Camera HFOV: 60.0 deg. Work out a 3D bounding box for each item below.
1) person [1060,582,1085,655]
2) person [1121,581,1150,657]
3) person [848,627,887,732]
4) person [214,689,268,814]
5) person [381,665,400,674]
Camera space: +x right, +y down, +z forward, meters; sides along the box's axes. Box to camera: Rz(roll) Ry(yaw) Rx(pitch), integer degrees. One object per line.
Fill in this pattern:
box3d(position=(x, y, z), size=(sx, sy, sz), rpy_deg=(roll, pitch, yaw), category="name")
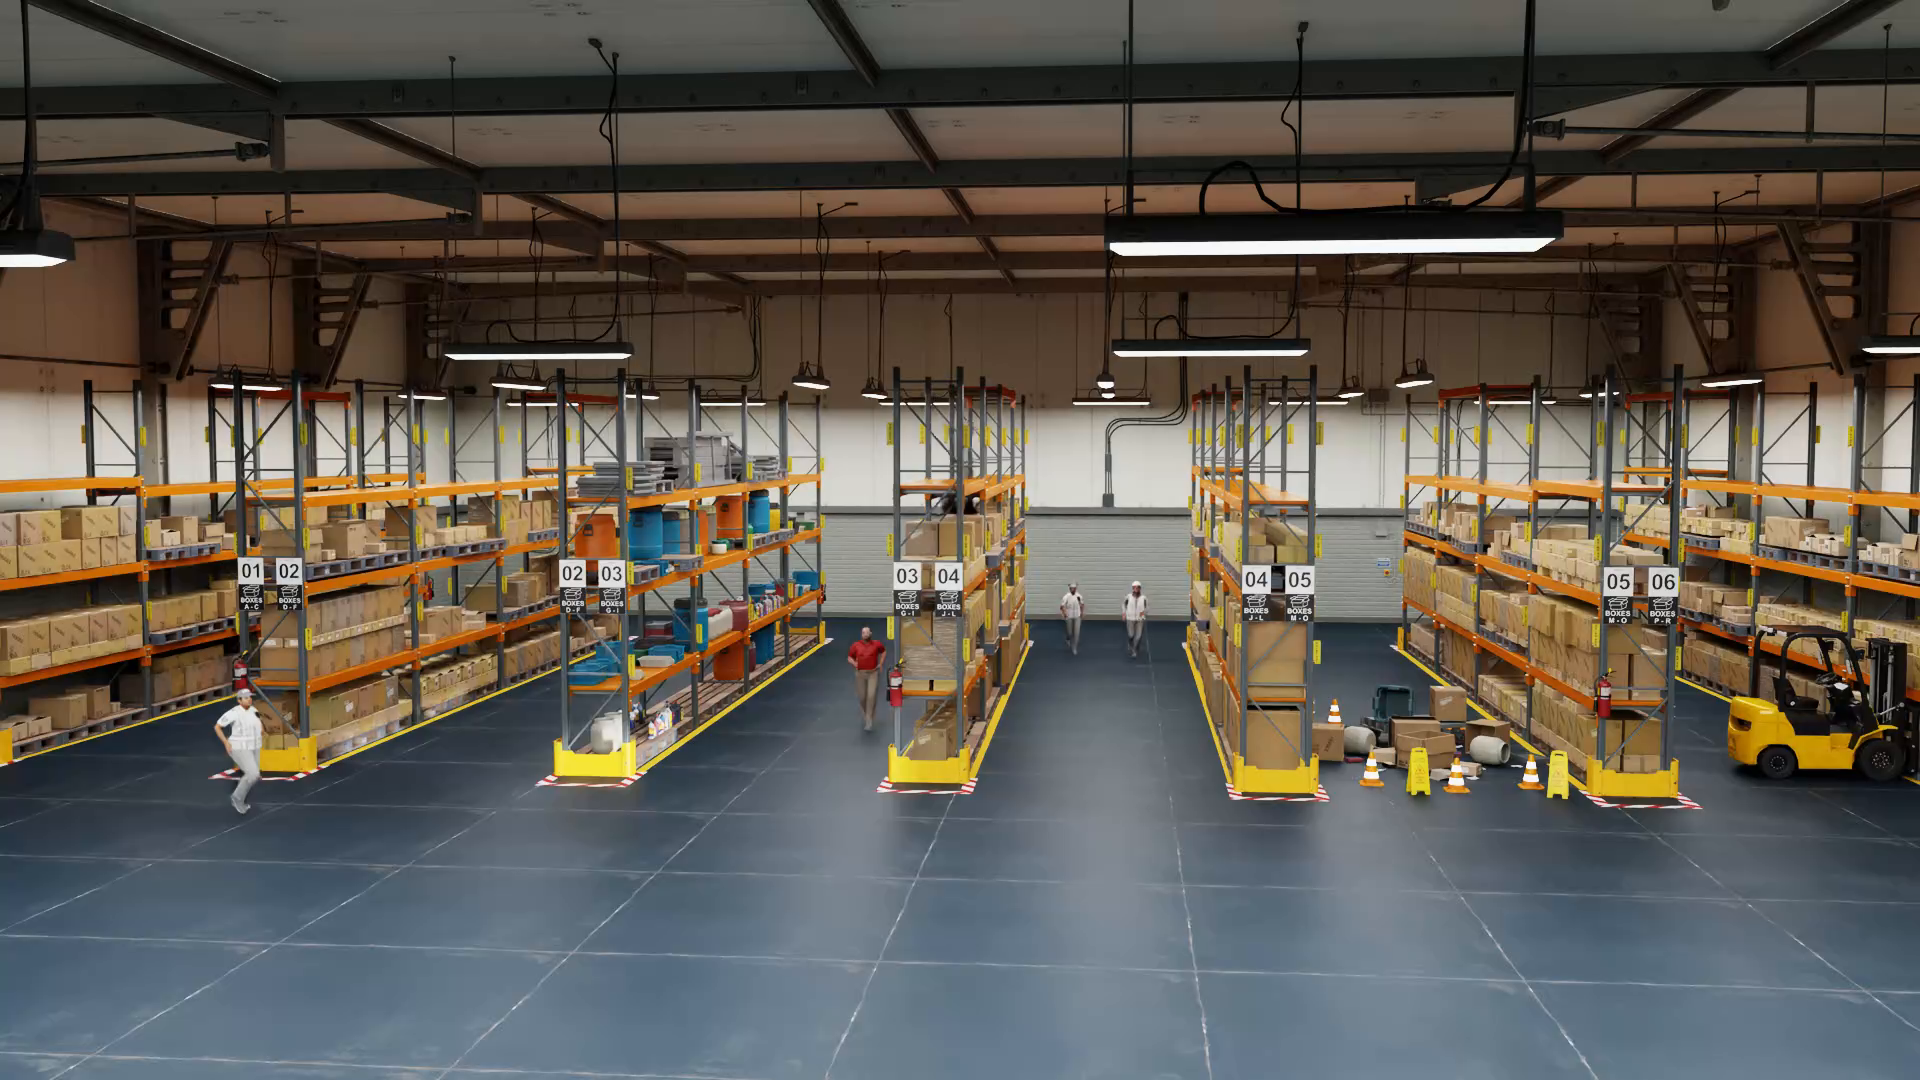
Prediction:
box3d(position=(2.619, 1.792, 38.465), size=(0.587, 1.673, 0.625), rpy_deg=(0, 4, -6), category="person")
box3d(position=(3.982, 1.803, 37.699), size=(0.653, 1.729, 0.579), rpy_deg=(0, 4, 5), category="person")
box3d(position=(-1.608, 2.359, 28.678), size=(0.662, 1.743, 0.970), rpy_deg=(0, 4, 1), category="person")
box3d(position=(-9.484, 2.801, 22.118), size=(0.643, 1.650, 0.587), rpy_deg=(1, 4, 20), category="person")
box3d(position=(-11.458, 2.088, 33.320), size=(0.701, 1.722, 0.691), rpy_deg=(1, 4, 8), category="person")
